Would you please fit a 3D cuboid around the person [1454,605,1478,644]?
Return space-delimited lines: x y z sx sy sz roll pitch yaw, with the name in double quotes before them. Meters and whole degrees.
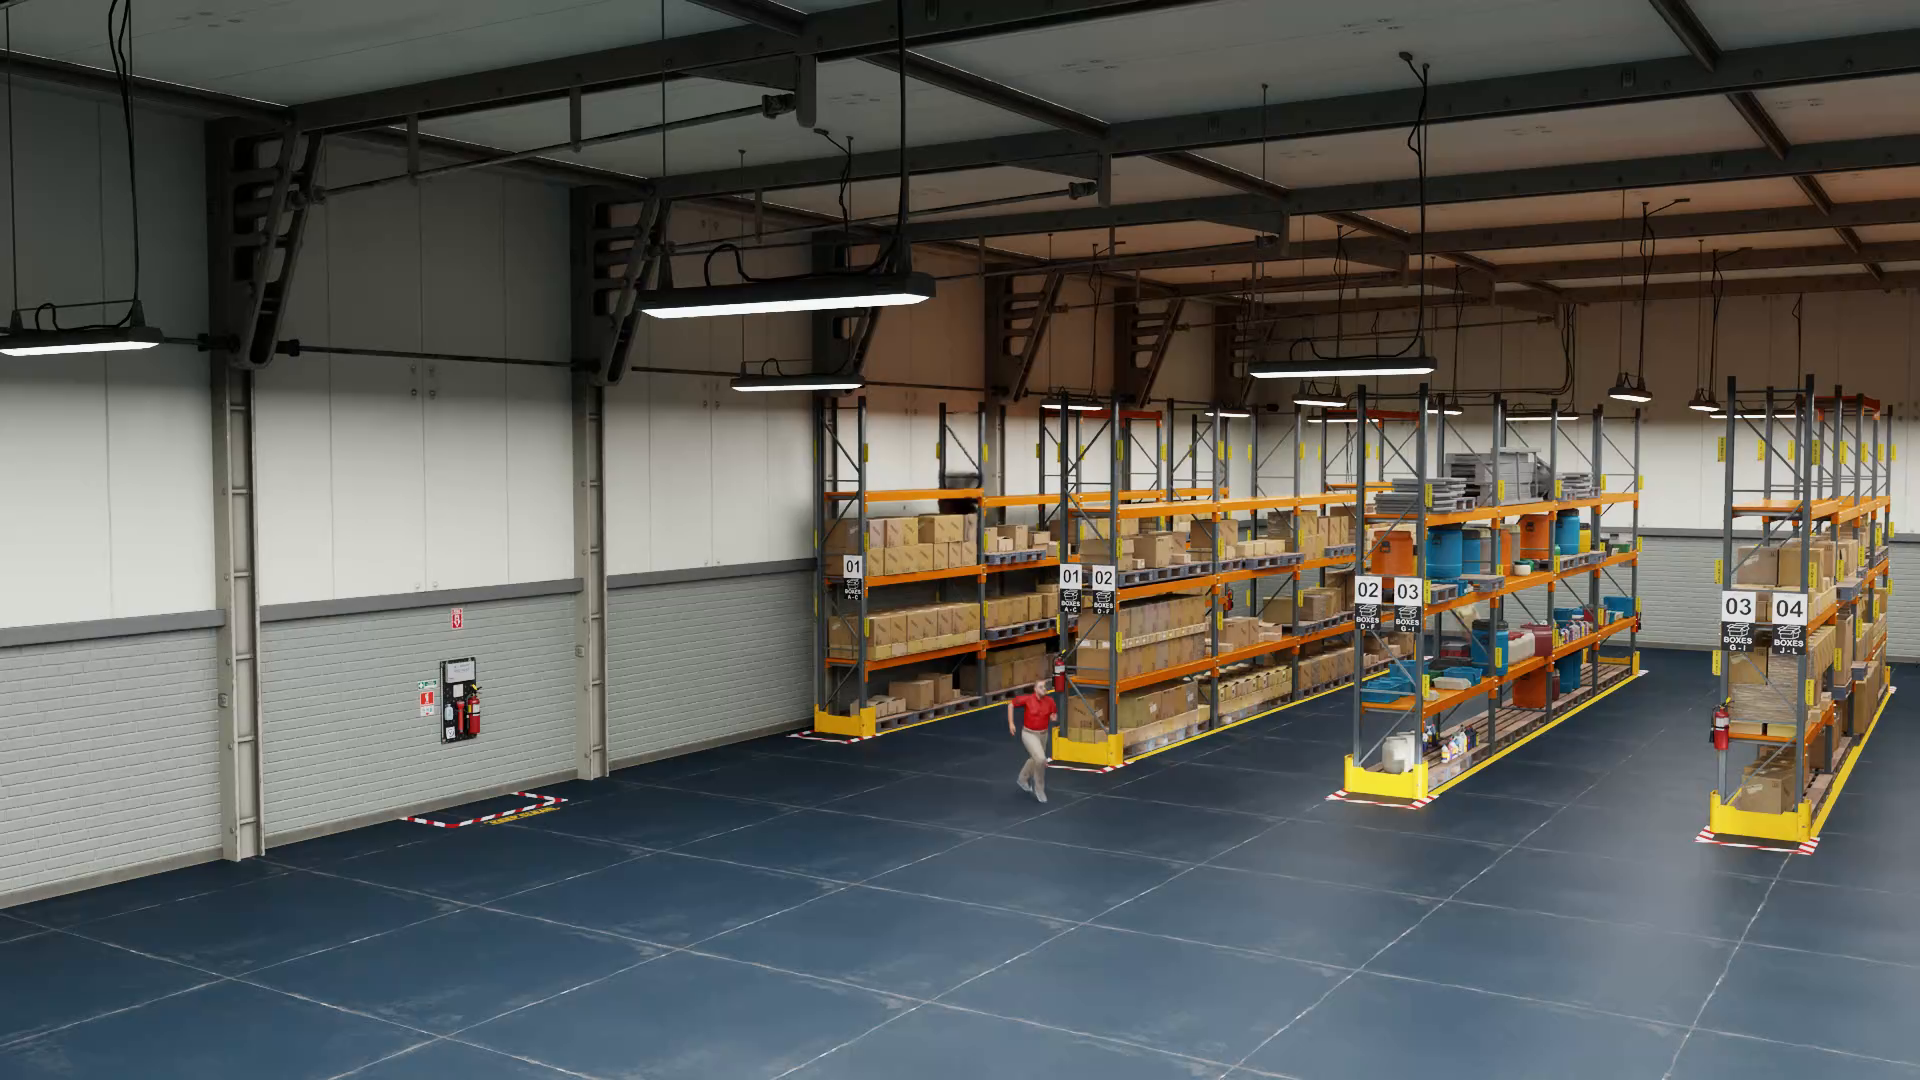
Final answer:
"person" 11.929 2.146 39.132 0.617 1.710 0.766 1 3 10

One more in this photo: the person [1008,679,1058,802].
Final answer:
"person" 1.075 2.893 24.107 0.686 1.780 0.877 -2 3 -31
